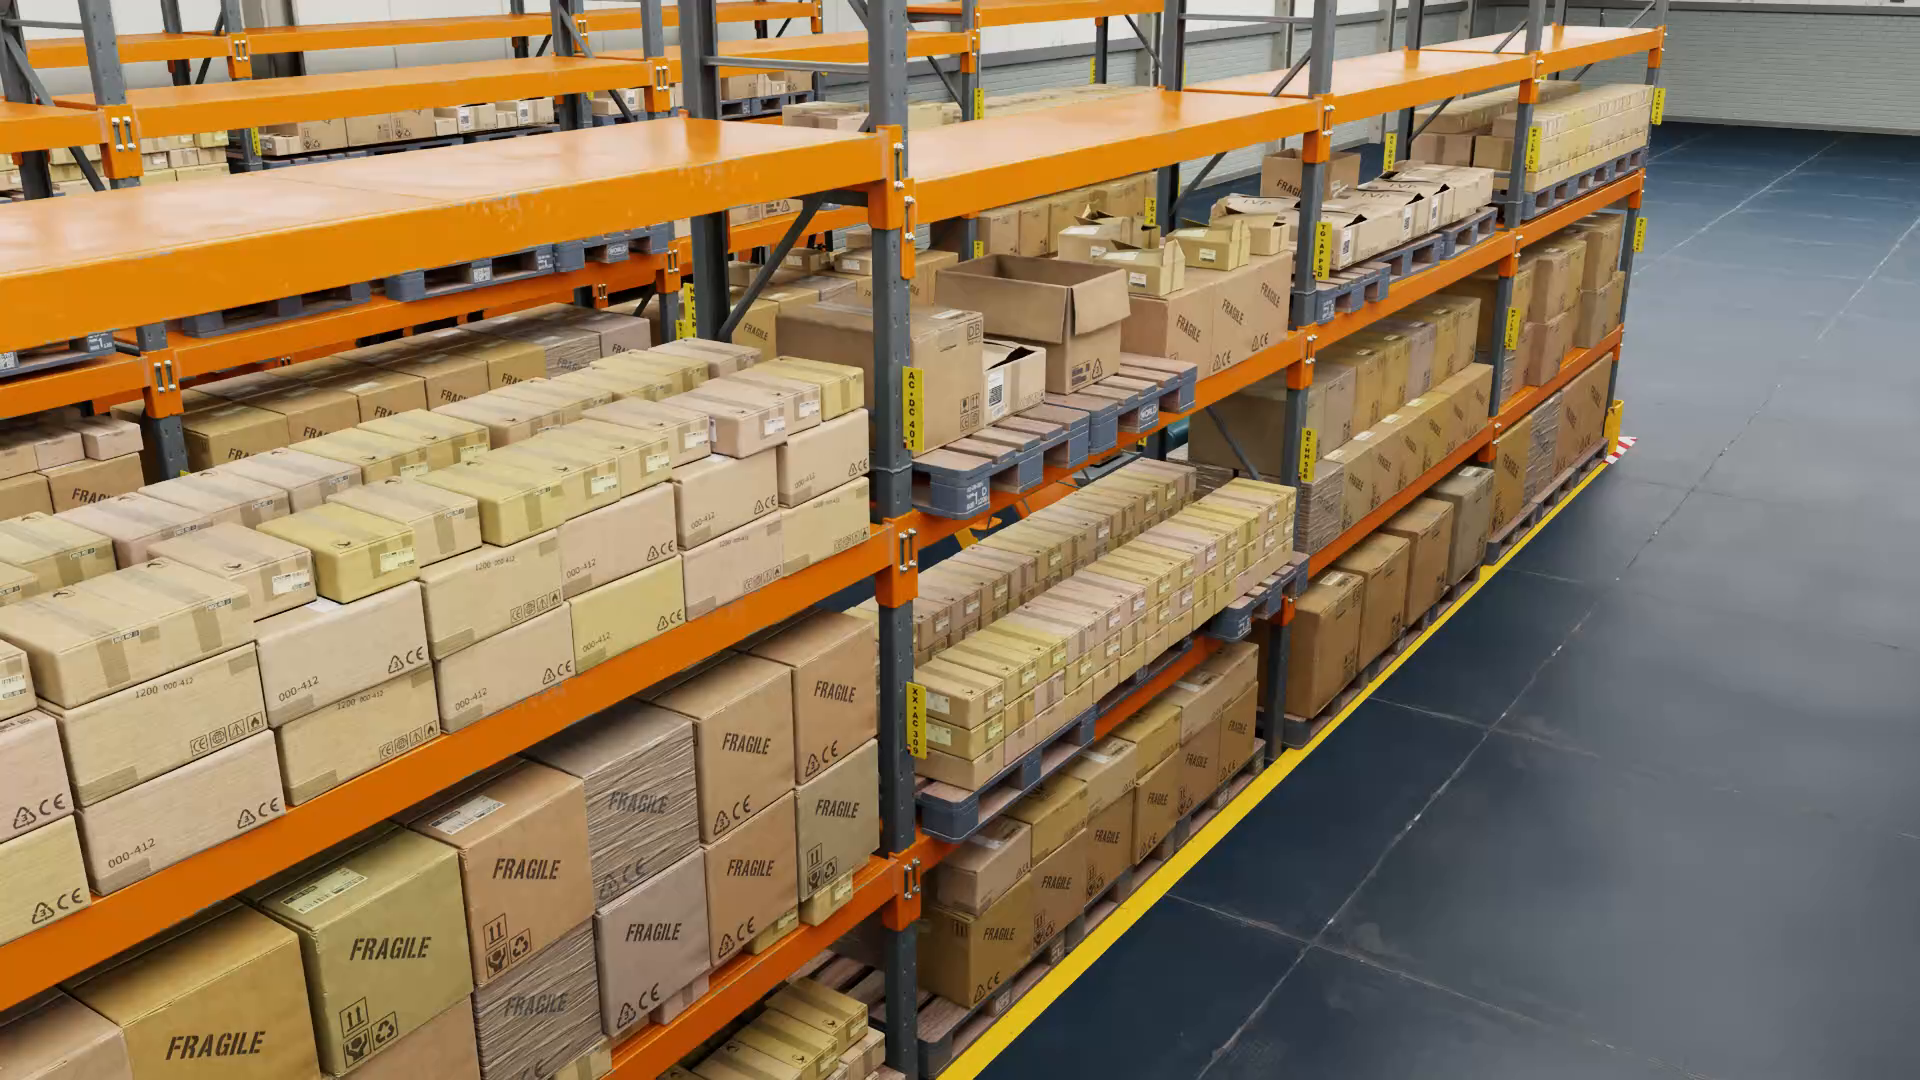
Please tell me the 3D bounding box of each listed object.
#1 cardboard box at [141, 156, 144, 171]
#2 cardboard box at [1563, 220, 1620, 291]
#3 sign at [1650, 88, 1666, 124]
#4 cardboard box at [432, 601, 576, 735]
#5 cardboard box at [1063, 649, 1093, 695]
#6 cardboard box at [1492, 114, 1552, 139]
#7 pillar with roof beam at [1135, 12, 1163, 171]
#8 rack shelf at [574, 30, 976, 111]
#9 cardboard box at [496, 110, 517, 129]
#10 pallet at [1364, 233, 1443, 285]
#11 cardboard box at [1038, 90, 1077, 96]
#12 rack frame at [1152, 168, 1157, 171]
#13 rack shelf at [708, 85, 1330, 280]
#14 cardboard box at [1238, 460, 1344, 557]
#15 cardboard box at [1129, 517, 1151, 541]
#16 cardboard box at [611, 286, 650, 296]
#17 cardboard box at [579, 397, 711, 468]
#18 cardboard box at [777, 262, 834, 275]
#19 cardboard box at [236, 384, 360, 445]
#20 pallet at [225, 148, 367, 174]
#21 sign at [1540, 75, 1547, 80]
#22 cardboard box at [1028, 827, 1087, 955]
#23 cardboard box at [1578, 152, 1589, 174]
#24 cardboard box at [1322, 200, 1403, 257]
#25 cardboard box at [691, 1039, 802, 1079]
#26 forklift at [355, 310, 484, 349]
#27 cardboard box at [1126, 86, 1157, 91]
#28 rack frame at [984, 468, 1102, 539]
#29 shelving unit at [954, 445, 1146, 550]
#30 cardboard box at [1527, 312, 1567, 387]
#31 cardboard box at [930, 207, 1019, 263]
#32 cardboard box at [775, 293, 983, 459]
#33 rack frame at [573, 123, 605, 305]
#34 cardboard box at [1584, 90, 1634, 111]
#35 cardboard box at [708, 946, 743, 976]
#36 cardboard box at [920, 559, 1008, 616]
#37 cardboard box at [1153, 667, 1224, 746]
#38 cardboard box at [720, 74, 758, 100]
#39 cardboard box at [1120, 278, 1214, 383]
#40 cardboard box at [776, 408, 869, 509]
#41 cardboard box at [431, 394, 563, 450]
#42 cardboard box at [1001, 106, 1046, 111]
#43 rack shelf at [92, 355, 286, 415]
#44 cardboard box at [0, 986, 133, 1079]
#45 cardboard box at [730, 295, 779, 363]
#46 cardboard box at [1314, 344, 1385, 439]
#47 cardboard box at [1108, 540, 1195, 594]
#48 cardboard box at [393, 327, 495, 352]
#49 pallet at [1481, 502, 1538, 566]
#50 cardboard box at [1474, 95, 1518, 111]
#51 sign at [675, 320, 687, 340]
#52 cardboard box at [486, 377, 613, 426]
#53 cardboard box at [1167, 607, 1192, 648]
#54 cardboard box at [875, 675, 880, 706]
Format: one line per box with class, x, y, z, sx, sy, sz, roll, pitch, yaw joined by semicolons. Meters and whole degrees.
cardboard box;-7.079;-3.160;13.950;0.380;0.149;0.250;13;24;32
cardboard box;5.637;-2.700;15.616;0.875;0.550;0.550;13;24;32
sign;6.552;-4.074;15.615;0.100;0.325;0.005;13;24;32
cardboard box;-1.542;0.330;5.088;0.500;0.250;0.500;13;24;32
cardboard box;0.401;0.579;7.851;0.380;0.149;0.250;12;24;30
cardboard box;4.348;-3.196;12.868;0.380;0.149;0.250;14;24;32
pillar with roof beam;7.022;-9.695;27.651;9.100;9.000;0.400;13;24;32
rack shelf;-1.413;-3.902;13.603;1.077;0.370;4.000;13;24;32
cardboard box;-4.763;-4.312;17.035;0.380;0.149;0.250;13;24;32
pallet;2.558;-1.938;11.276;1.003;0.211;1.213;15;25;34
cardboard box;1.009;-4.653;17.557;0.380;0.149;0.250;13;24;32
rack frame;1.960;-3.335;19.104;1.000;3.000;0.127;13;24;32
rack shelf;0.489;-1.818;7.969;1.077;0.370;4.000;13;24;32
cardboard box;2.089;-0.226;10.556;0.500;0.500;0.500;14;24;32
cardboard box;0.878;-0.067;9.597;0.380;0.149;0.250;12;24;30
cardboard box;-4.007;-2.858;19.731;0.500;0.250;0.500;13;24;31
cardboard box;-1.073;-0.362;5.664;0.380;0.149;0.250;14;25;34
cardboard box;-1.360;-2.209;14.882;0.500;0.500;0.500;13;24;32
cardboard box;-4.038;-0.629;10.204;0.500;0.500;0.500;13;24;32
pallet;-6.337;-3.537;15.599;1.213;0.211;1.003;15;25;34
sign;5.655;-4.362;16.184;0.100;0.325;0.005;13;24;32
cardboard box;0.296;1.708;8.470;0.500;0.500;0.500;15;25;34
cardboard box;5.062;-3.187;13.995;0.380;0.149;0.250;13;24;32
cardboard box;2.484;-1.992;10.617;0.500;0.250;0.500;14;25;33
cardboard box;-0.865;2.212;6.754;0.380;0.149;0.250;13;24;31
forklift;-4.022;-1.248;13.561;1.130;2.935;3.031;13;24;32
cardboard box;2.014;-4.843;18.071;0.380;0.149;0.250;14;24;32
rack frame;0.481;-0.377;13.500;1.500;0.500;0.032;-29;1;37
shelving unit;0.739;-0.529;13.899;1.500;0.587;1.083;-29;1;37
cardboard box;4.751;-1.723;14.532;0.875;0.550;0.550;13;24;32
cardboard box;0.138;-2.926;15.986;0.700;0.500;0.500;13;24;31
cardboard box;-0.331;-0.693;6.890;0.700;0.500;0.500;13;24;32
rack frame;-4.396;-3.154;18.615;1.000;3.000;0.127;13;24;32
cardboard box;5.772;-3.923;14.834;0.380;0.149;0.250;14;24;33
cardboard box;-1.058;1.511;6.366;0.380;0.149;0.250;13;24;30
cardboard box;0.015;0.237;8.347;0.380;0.149;0.250;12;24;30
cardboard box;1.171;0.915;9.532;0.500;0.250;0.500;14;24;33
cardboard box;-2.853;-5.550;19.877;0.700;0.500;0.500;13;24;32
cardboard box;0.948;-1.055;8.472;0.500;0.500;0.500;13;24;32
cardboard box;-0.684;-0.344;6.191;0.500;0.250;0.500;12;23;29
cardboard box;-1.586;-0.379;5.709;0.380;0.149;0.250;12;24;30
cardboard box;0.606;-4.101;16.065;0.380;0.149;0.250;13;24;31
rack shelf;-7.769;-1.095;14.086;1.077;0.370;4.000;13;24;32
cardboard box;-2.412;1.460;4.128;0.500;0.500;0.500;13;24;31
cardboard box;-1.806;-1.658;13.392;0.500;0.500;0.500;15;25;35
cardboard box;2.444;-1.039;11.311;0.700;0.500;0.500;13;24;31
cardboard box;0.988;0.139;8.611;0.380;0.149;0.250;15;25;34
cardboard box;-3.591;-1.172;11.671;0.500;0.500;0.500;14;25;33
pallet;4.354;-0.146;14.502;1.003;0.211;1.213;13;24;32
cardboard box;4.657;-3.760;14.394;0.380;0.149;0.250;14;24;32
sign;-2.076;-1.475;12.408;0.100;0.325;0.005;13;24;32
cardboard box;-1.458;-0.457;5.920;0.380;0.149;0.250;12;24;30
cardboard box;0.991;0.416;8.721;0.380;0.149;0.250;14;25;33
cardboard box;-0.575;0.673;7.596;0.380;0.149;0.250;14;25;33
